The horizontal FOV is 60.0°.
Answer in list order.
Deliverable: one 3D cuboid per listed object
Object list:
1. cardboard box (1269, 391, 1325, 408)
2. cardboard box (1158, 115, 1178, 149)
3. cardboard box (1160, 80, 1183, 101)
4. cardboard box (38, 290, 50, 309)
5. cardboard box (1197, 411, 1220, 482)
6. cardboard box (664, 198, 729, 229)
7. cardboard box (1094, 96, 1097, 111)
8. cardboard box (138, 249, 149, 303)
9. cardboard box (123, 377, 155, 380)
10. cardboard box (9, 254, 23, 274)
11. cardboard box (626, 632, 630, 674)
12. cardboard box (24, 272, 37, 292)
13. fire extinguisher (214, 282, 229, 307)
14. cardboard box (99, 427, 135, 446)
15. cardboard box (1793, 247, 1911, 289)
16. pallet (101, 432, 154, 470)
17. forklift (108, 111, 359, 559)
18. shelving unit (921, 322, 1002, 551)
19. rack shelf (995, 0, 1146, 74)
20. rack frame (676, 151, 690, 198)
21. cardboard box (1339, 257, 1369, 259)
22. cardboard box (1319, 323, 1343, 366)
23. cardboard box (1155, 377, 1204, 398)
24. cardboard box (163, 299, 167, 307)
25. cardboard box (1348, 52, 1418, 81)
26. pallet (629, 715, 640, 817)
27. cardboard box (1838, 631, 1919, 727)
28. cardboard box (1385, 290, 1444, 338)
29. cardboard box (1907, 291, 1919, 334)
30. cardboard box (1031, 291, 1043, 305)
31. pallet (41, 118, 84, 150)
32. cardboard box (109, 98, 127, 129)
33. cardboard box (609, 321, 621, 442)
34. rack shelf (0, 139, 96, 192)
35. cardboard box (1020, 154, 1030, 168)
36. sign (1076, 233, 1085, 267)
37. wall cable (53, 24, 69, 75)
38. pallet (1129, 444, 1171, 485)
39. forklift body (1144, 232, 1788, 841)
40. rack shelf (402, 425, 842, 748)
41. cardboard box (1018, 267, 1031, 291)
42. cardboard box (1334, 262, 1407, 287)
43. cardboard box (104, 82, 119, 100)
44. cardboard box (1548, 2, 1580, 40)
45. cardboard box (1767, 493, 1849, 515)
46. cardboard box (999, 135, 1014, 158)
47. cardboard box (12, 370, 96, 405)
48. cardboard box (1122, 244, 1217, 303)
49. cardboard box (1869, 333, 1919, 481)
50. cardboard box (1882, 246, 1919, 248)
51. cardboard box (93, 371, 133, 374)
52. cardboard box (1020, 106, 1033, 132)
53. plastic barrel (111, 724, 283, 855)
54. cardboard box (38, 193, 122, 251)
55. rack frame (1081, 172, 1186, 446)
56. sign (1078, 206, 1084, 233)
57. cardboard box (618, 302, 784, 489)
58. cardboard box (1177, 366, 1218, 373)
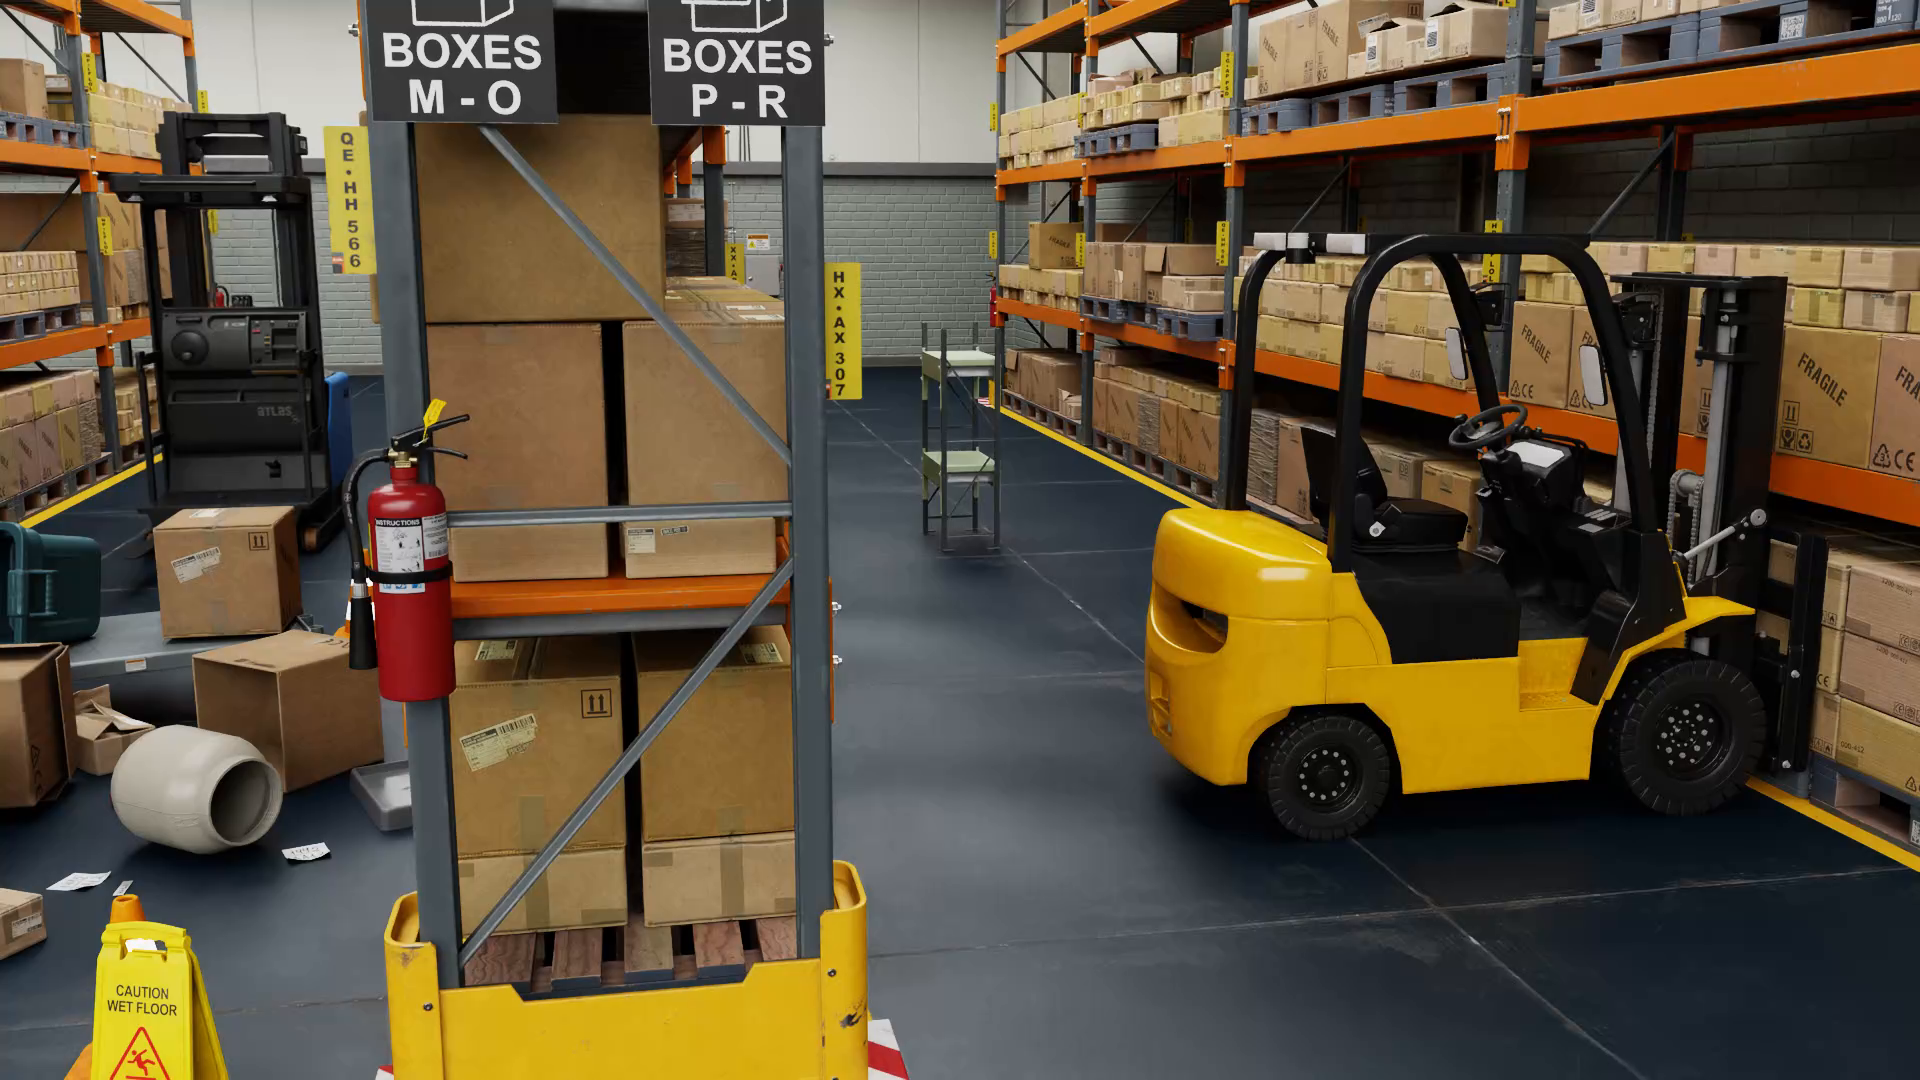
[{"bbox_3d":[2.698,-1.107,13.318,0.380,0.149,0.250,-2,11,-8],"label":"cardboard box"},{"bbox_3d":[1.959,-3.372,13.770,0.500,0.250,0.500,-2,11,-11],"label":"cardboard box"},{"bbox_3d":[1.884,-3.735,13.815,0.380,0.149,0.250,-2,11,-11],"label":"cardboard box"},{"bbox_3d":[-7.571,-1.935,13.388,0.380,0.149,0.250,-3,11,-14],"label":"cardboard box"},{"bbox_3d":[2.200,-0.751,13.183,0.500,0.500,0.500,-2,11,-9],"label":"cardboard box"},{"bbox_3d":[-1.341,-1.608,8.199,0.380,0.149,0.250,-2,11,-11],"label":"cardboard box"},{"bbox_3d":[1.465,-4.071,15.528,0.380,0.149,0.250,-2,11,-10],"label":"cardboard box"},{"bbox_3d":[-8.004,-2.536,15.937,0.500,0.500,0.500,-2,11,-12],"label":"cardboard box"},{"bbox_3d":[-8.210,-1.560,16.782,0.380,0.149,0.250,-3,11,-13],"label":"cardboard box"},{"bbox_3d":[-7.466,-2.127,12.804,0.380,0.149,0.250,-3,11,-14],"label":"cardboard box"},{"bbox_3d":[-1.532,0.299,6.330,0.500,0.500,0.500,-2,11,-8],"label":"cardboard box"},{"bbox_3d":[-7.513,-2.029,13.085,0.380,0.149,0.250,-3,11,-14],"label":"cardboard box"},{"bbox_3d":[-8.363,-2.632,18.709,0.296,0.674,0.183,-2,11,-11],"label":"fire extinguisher"},{"bbox_3d":[-7.744,-0.941,15.121,0.380,0.149,0.250,-3,11,-13],"label":"cardboard box"},{"bbox_3d":[3.426,-1.038,6.331,0.380,0.149,0.250,-2,11,-10],"label":"cardboard box"},{"bbox_3d":[-8.154,-0.809,15.382,1.003,0.211,1.213,-2,11,-11],"label":"pallet"},{"bbox_3d":[-4.938,-1.402,11.222,1.130,2.935,3.031,-2,11,-10],"label":"forklift"},{"bbox_3d":[0.001,-0.736,11.550,0.431,1.500,0.755,-2,11,-11],"label":"shelving unit"},{"bbox_3d":[1.326,-5.396,17.910,1.077,0.370,4.000,-2,11,-11],"label":"rack shelf"},{"bbox_3d":[-2.375,-1.522,11.670,1.000,3.000,0.127,-2,11,-11],"label":"rack frame"},{"bbox_3d":[2.906,-1.925,11.785,0.380,0.149,0.250,-2,11,-11],"label":"cardboard box"},{"bbox_3d":[2.639,-1.257,10.681,0.500,0.250,0.500,-2,11,-9],"label":"cardboard box"},{"bbox_3d":[1.918,-1.326,14.466,0.380,0.149,0.250,-3,11,-14],"label":"cardboard box"},{"bbox_3d":[-8.262,-2.378,16.841,0.380,0.149,0.250,-3,11,-13],"label":"cardboard box"},{"bbox_3d":[2.610,-2.907,10.207,0.380,0.149,0.250,-2,11,-12],"label":"cardboard box"},{"bbox_3d":[-1.191,0.928,6.258,1.003,0.211,1.213,-2,11,-11],"label":"pallet"},{"bbox_3d":[3.561,0.493,5.979,0.500,0.250,0.500,-2,11,-12],"label":"cardboard box"},{"bbox_3d":[2.818,-1.316,9.654,0.500,0.250,0.500,-2,11,-12],"label":"cardboard box"},{"bbox_3d":[3.601,-0.798,5.867,0.380,0.149,0.250,-2,11,-11],"label":"cardboard box"},{"bbox_3d":[1.005,-2.691,18.484,0.380,0.149,0.250,-2,11,-10],"label":"cardboard box"},{"bbox_3d":[-7.973,-3.321,13.603,1.213,0.211,1.003,-2,11,-11],"label":"pallet"},{"bbox_3d":[-7.939,-3.891,15.159,0.500,0.250,0.500,-2,11,-11],"label":"cardboard box"},{"bbox_3d":[-1.462,-0.617,5.853,0.500,0.500,0.500,-2,11,-10],"label":"cardboard box"},{"bbox_3d":[-7.600,-2.810,12.341,1.077,0.370,4.000,-2,11,-11],"label":"rack shelf"},{"bbox_3d":[0.887,-4.262,18.713,0.380,0.149,0.250,-2,11,-11],"label":"cardboard box"},{"bbox_3d":[1.185,-2.841,16.284,0.100,0.325,0.005,-2,11,-11],"label":"sign"},{"bbox_3d":[-11.370,-8.319,22.731,2.277,5.999,0.120,-2,11,-11],"label":"wall cable"},{"bbox_3d":[2.151,-0.695,14.783,1.003,0.211,1.213,-2,11,-11],"label":"pallet"},{"bbox_3d":[1.891,-0.100,6.471,2.313,2.155,1.214,-2,11,-11],"label":"forklift body"},{"bbox_3d":[-1.208,-0.068,5.956,1.077,0.370,4.000,-2,11,-11],"label":"rack shelf"},{"bbox_3d":[0.961,-2.964,18.855,0.500,0.250,0.500,-2,11,-12],"label":"cardboard box"},{"bbox_3d":[2.582,-1.671,10.451,0.380,0.149,0.250,-2,11,-13],"label":"cardboard box"},{"bbox_3d":[-7.938,-4.105,15.216,0.380,0.149,0.250,-2,11,-13],"label":"cardboard box"},{"bbox_3d":[3.061,-2.482,7.972,0.380,0.149,0.250,-2,11,-10],"label":"cardboard box"},{"bbox_3d":[3.755,-0.047,7.479,0.500,0.250,0.500,-2,11,-11],"label":"cardboard box"},{"bbox_3d":[0.756,-4.625,19.557,0.500,0.250,0.500,-2,11,-12],"label":"cardboard box"},{"bbox_3d":[-7.596,-1.276,13.936,0.500,0.250,0.500,-2,11,-13],"label":"cardboard box"},{"bbox_3d":[1.843,-2.356,14.664,0.700,0.500,0.500,-2,11,-11],"label":"cardboard box"},{"bbox_3d":[3.604,-0.461,5.830,0.500,0.500,0.500,-2,11,-9],"label":"cardboard box"},{"bbox_3d":[3.921,-1.104,6.676,0.380,0.149,0.250,-2,11,-11],"label":"cardboard box"},{"bbox_3d":[-8.903,-1.683,17.428,0.380,0.149,0.250,-2,11,-11],"label":"cardboard box"},{"bbox_3d":[0.969,-4.686,18.539,0.500,0.250,0.500,-2,11,-12],"label":"cardboard box"},{"bbox_3d":[-2.706,0.887,5.903,0.512,0.421,0.421,6,12,28],"label":"plastic barrel"},{"bbox_3d":[-7.837,-2.835,14.832,0.500,0.500,0.500,-2,11,-10],"label":"cardboard box"},{"bbox_3d":[1.715,-2.437,16.476,1.000,3.000,0.127,-2,11,-11],"label":"rack frame"},{"bbox_3d":[1.486,-3.911,20.280,0.100,0.325,0.005,-2,11,-11],"label":"sign"},{"bbox_3d":[-0.743,-0.442,4.932,0.500,0.500,0.500,-2,11,-9],"label":"cardboard box"},{"bbox_3d":[2.258,-1.538,15.584,0.380,0.149,0.250,-3,11,-14],"label":"cardboard box"}]
